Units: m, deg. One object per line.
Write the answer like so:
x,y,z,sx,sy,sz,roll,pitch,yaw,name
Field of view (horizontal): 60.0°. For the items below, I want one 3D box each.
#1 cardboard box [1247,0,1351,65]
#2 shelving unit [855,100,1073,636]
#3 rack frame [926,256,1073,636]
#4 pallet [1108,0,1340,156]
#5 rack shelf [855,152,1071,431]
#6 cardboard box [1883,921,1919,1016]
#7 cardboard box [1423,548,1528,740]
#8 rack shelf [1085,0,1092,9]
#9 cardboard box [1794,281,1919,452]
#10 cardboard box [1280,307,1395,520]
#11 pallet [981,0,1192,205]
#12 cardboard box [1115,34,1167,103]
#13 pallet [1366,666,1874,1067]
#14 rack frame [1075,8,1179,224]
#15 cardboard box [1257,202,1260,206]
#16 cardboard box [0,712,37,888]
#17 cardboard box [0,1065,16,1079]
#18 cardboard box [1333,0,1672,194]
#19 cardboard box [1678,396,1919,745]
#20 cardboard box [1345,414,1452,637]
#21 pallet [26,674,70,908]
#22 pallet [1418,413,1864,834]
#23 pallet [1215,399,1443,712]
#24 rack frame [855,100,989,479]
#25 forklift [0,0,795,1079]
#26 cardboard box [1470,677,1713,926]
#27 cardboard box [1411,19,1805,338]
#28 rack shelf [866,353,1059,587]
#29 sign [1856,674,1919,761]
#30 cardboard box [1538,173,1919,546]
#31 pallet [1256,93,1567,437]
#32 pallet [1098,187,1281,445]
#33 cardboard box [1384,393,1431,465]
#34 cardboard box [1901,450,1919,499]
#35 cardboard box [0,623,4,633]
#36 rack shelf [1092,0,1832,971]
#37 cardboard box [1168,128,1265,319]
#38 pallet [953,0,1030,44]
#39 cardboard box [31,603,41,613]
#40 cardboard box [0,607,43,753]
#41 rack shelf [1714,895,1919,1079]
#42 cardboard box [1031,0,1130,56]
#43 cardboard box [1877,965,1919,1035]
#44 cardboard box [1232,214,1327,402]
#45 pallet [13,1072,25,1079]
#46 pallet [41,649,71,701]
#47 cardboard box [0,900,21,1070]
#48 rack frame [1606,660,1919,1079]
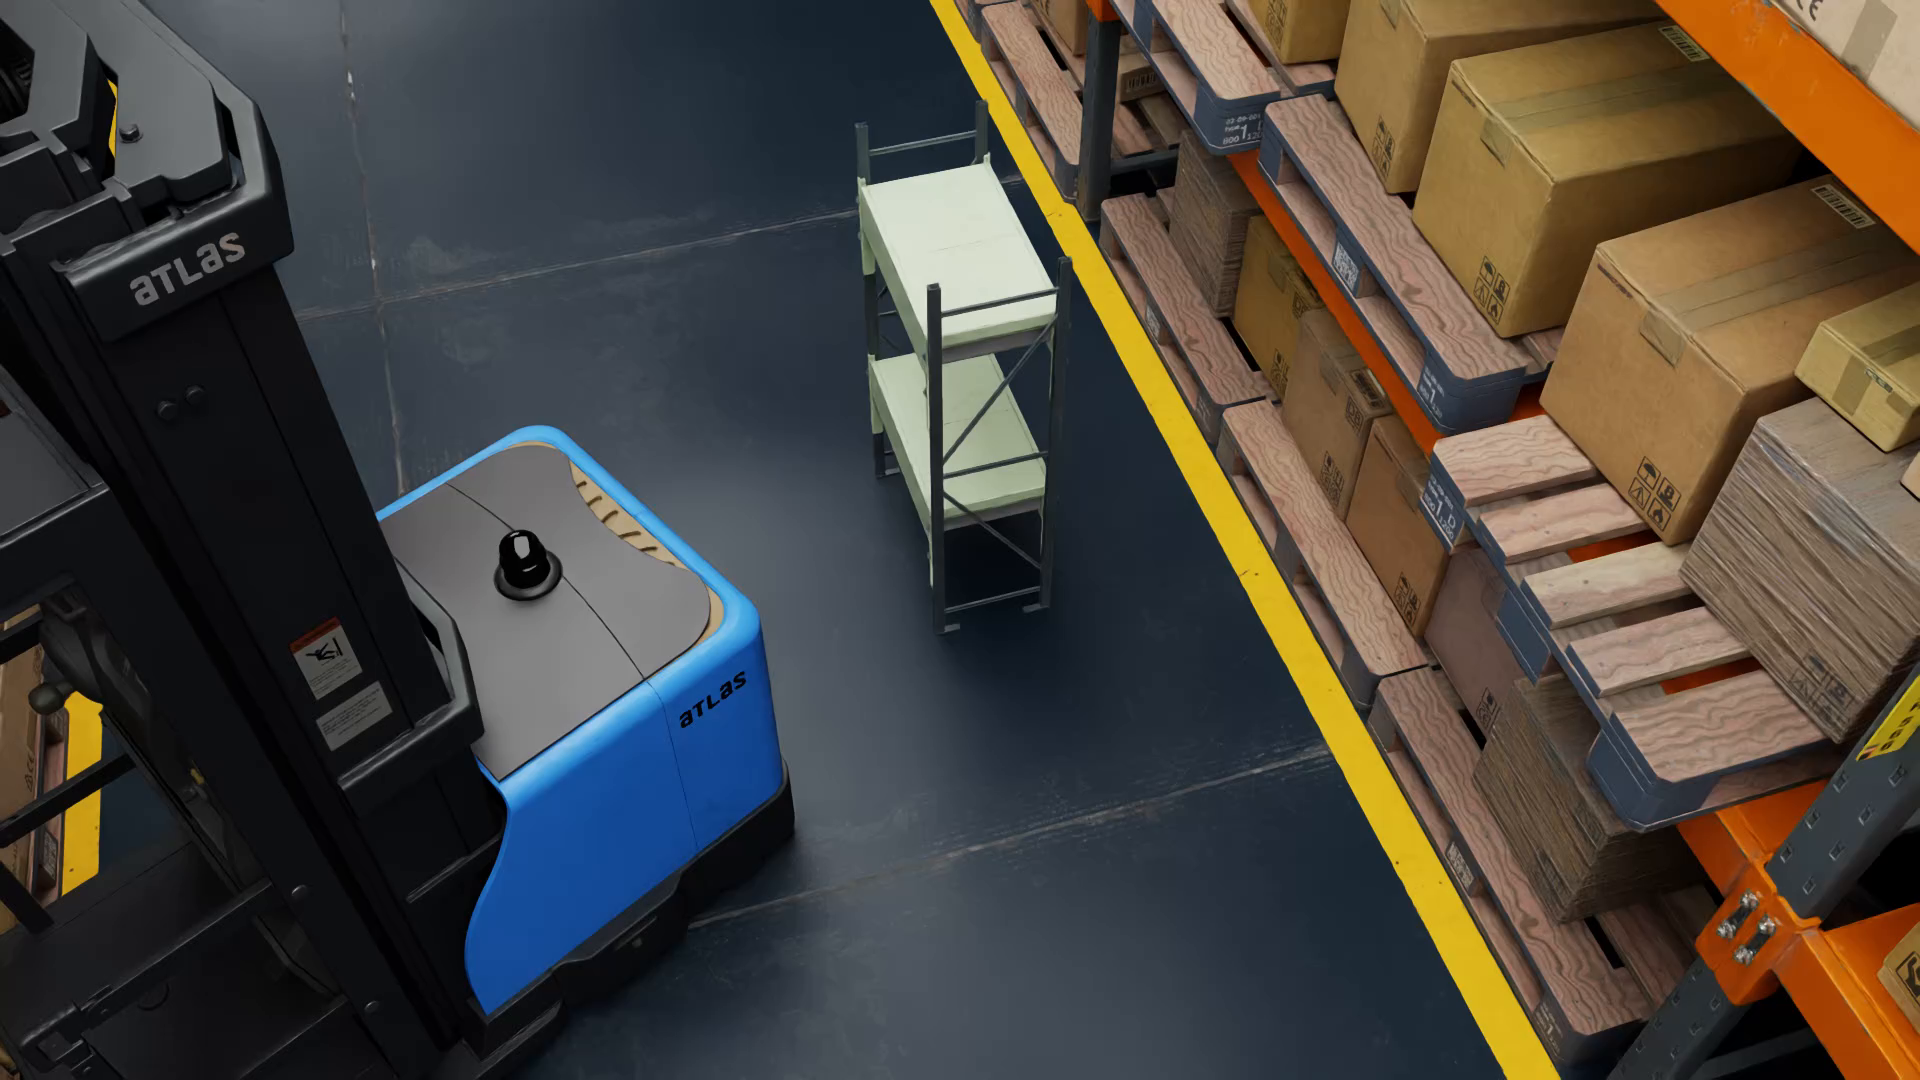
1.253,-1.811,4.961,0.700,0.500,0.500,-9,50,-7,cardboard box
-0.002,-0.488,5.181,0.431,1.500,0.755,-13,51,-11,shelving unit
0.106,-0.221,4.955,0.400,1.500,0.023,-13,51,-11,rack frame
1.063,-1.773,5.408,1.003,0.211,1.213,-13,51,-11,pallet
-0.002,-0.740,4.882,0.431,0.370,0.720,-13,51,-11,rack shelf
2.058,0.774,2.863,0.500,0.500,0.500,-12,51,-10,cardboard box
1.855,0.243,4.931,0.700,0.500,0.500,-13,51,-11,cardboard box
0.385,-3.655,7.340,1.077,0.370,4.000,-13,51,-11,rack shelf
1.919,-0.364,3.318,0.380,0.149,0.250,-21,53,-17,cardboard box
1.523,-0.480,5.540,0.700,0.500,0.500,-13,51,-11,cardboard box
0.744,-2.010,7.306,1.003,0.211,1.213,-13,51,-11,pallet
0.790,-2.038,7.072,0.380,0.166,0.250,-19,53,-16,cardboard box
1.930,0.823,4.918,1.003,0.211,1.213,-13,51,-11,pallet
0.976,-2.426,5.833,1.000,3.000,0.127,-13,51,-11,rack frame
1.343,-1.149,5.613,0.500,0.250,0.500,-14,51,-12,cardboard box
-2.906,0.800,4.637,0.500,0.250,0.500,-12,51,-10,cardboard box
-2.596,1.553,4.002,0.500,0.250,0.500,-15,51,-12,cardboard box
1.477,-1.337,4.562,0.700,0.500,0.500,-7,50,-6,cardboard box
2.011,-0.019,3.451,0.700,0.500,0.500,-19,52,-15,cardboard box
1.681,-0.114,5.231,0.700,0.500,0.500,-14,51,-11,cardboard box
-3.135,1.018,4.754,1.003,0.211,1.213,-13,51,-11,pallet
1.847,0.061,3.862,1.213,0.211,1.003,-13,51,-11,pallet
1.572,-0.066,5.668,1.003,0.211,1.213,-13,51,-11,pallet
-0.110,-0.756,5.406,0.400,1.500,0.023,-13,51,-11,rack frame
-1.906,0.445,3.458,3.031,2.935,1.130,-36,59,-26,forklift
1.897,0.645,4.591,0.700,0.500,0.500,-13,51,-10,cardboard box
1.621,-0.924,4.214,0.700,0.500,0.500,-13,51,-11,cardboard box
-0.002,-0.278,5.430,0.431,0.370,0.720,-13,51,-11,rack shelf
1.644,0.277,2.849,0.100,0.325,0.005,-13,51,-11,sign
1.820,-0.422,3.790,0.700,0.500,0.500,-18,52,-14,cardboard box
1.535,-0.879,4.655,1.003,0.211,1.213,-13,51,-11,pallet
1.208,-0.959,6.420,1.003,0.211,1.213,-13,51,-11,pallet
1.631,-0.401,4.983,0.500,0.250,0.500,-14,51,-11,cardboard box
2.029,-0.133,3.123,0.380,0.149,0.250,-19,53,-16,cardboard box
-3.056,0.242,4.741,0.500,0.311,0.500,-13,51,-11,cardboard box
1.568,-0.733,4.877,1.077,0.370,4.000,-13,51,-11,rack shelf
1.210,-1.228,6.171,0.700,0.500,0.500,-12,51,-10,cardboard box
0.380,-2.902,8.059,1.003,0.211,1.213,-13,51,-11,pallet
-3.207,0.055,5.266,0.500,0.250,0.500,-14,51,-12,cardboard box
-3.055,0.428,4.951,0.500,0.250,0.500,-12,51,-10,cardboard box
2.751,2.188,2.414,1.077,0.370,4.000,-13,51,-11,rack shelf
0.631,-2.511,7.252,0.500,0.500,0.500,-17,52,-14,cardboard box
2.035,0.863,3.212,0.380,0.149,0.250,-14,51,-12,cardboard box
1.411,-0.862,5.862,0.700,0.500,0.500,-14,51,-12,cardboard box
-2.778,1.907,4.004,1.003,0.211,1.213,-13,51,-11,pallet
-3.499,0.125,5.507,1.003,0.211,1.213,-13,51,-11,pallet
-2.755,1.175,4.321,0.500,0.250,0.500,-15,51,-12,cardboard box
2.159,0.496,3.370,1.000,3.000,0.127,-13,51,-11,rack frame
